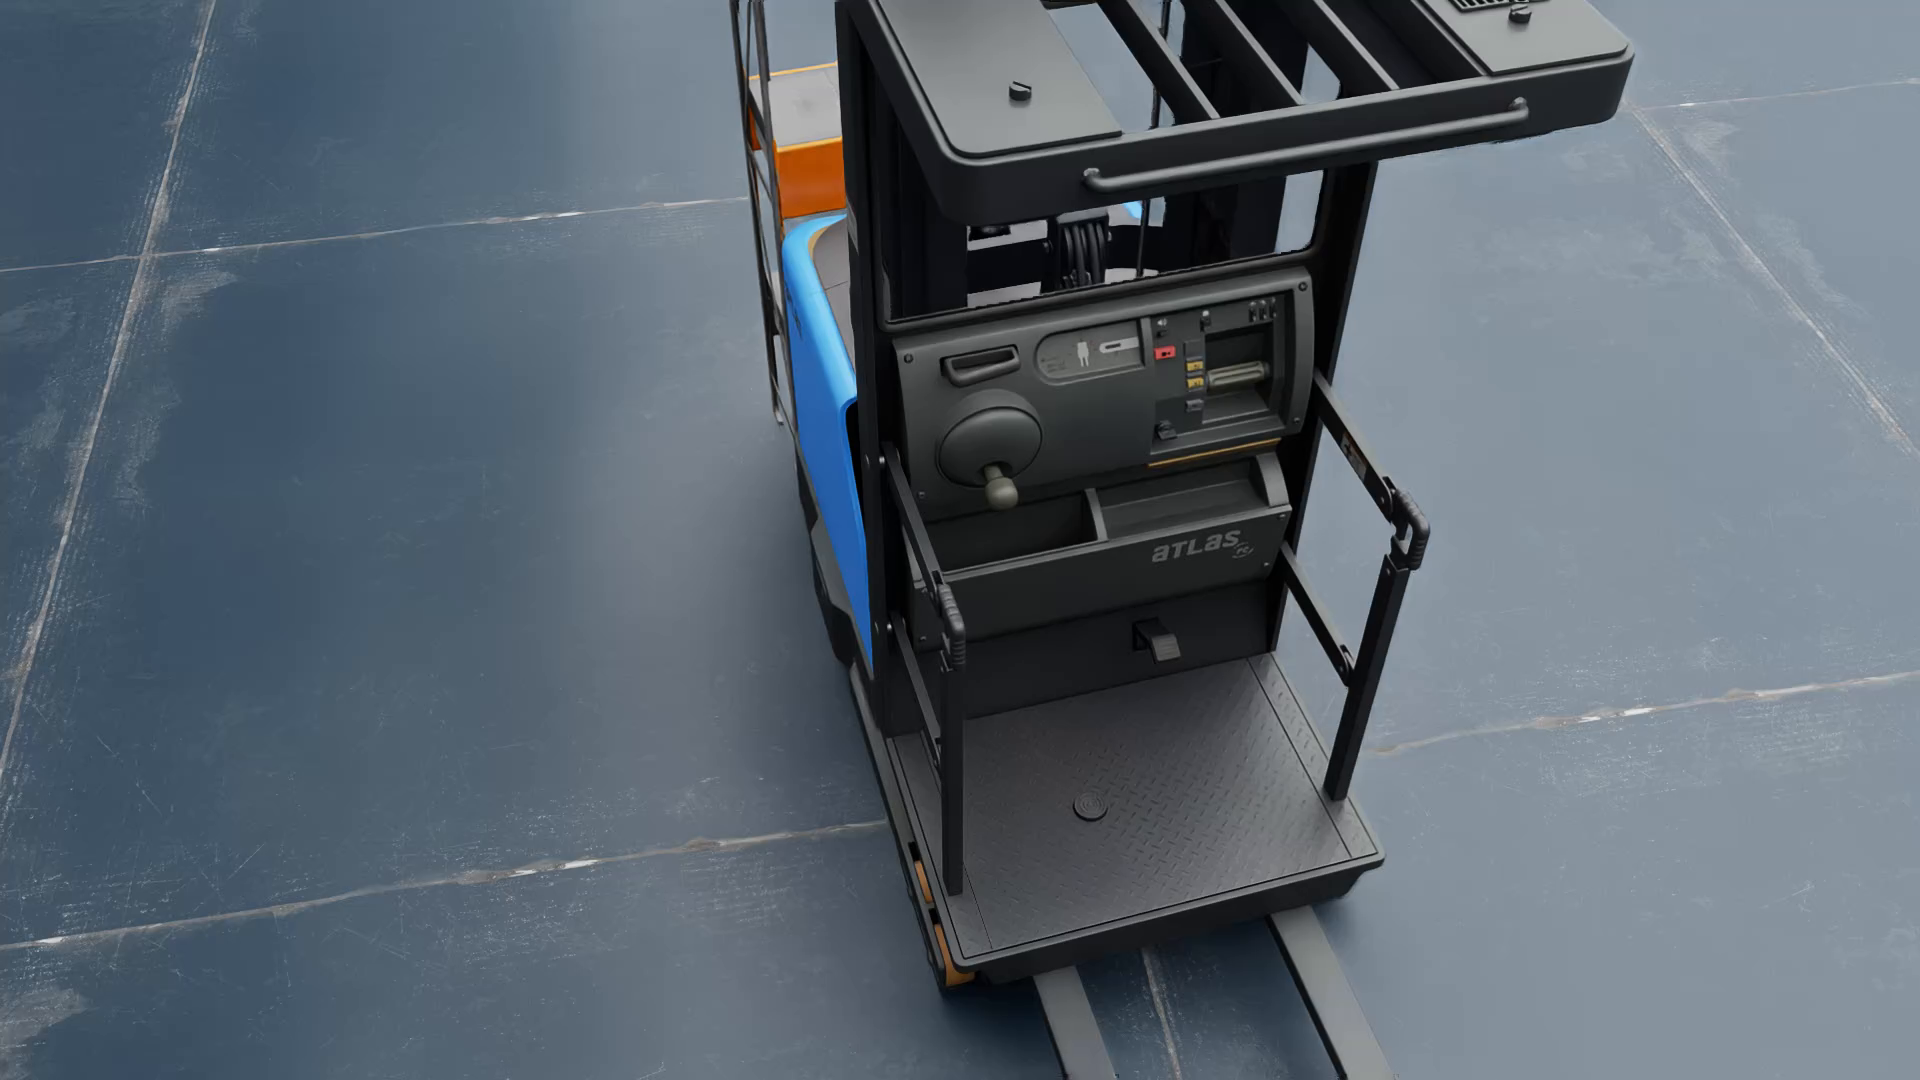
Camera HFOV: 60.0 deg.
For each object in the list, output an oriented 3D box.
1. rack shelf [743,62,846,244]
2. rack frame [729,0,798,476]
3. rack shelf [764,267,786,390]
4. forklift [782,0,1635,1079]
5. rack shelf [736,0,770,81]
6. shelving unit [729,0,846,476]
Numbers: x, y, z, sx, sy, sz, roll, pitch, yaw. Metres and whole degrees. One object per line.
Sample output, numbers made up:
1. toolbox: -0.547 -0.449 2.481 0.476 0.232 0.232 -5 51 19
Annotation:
1. rack shelf: -0.340 -1.089 4.860 0.480 0.518 0.431 -13 47 -12
2. rack frame: -0.572 -1.044 4.798 0.015 2.100 0.400 -13 47 -12
3. rack shelf: -0.340 -0.603 5.364 0.480 0.518 0.431 -13 47 -12
4. forklift: 0.384 -0.225 3.431 1.130 2.935 3.031 -12 47 -11
5. rack shelf: -0.340 -1.574 4.356 0.480 0.518 0.431 -13 47 -12
6. shelving unit: -0.340 -1.098 4.850 0.503 2.100 0.431 -13 47 -12
